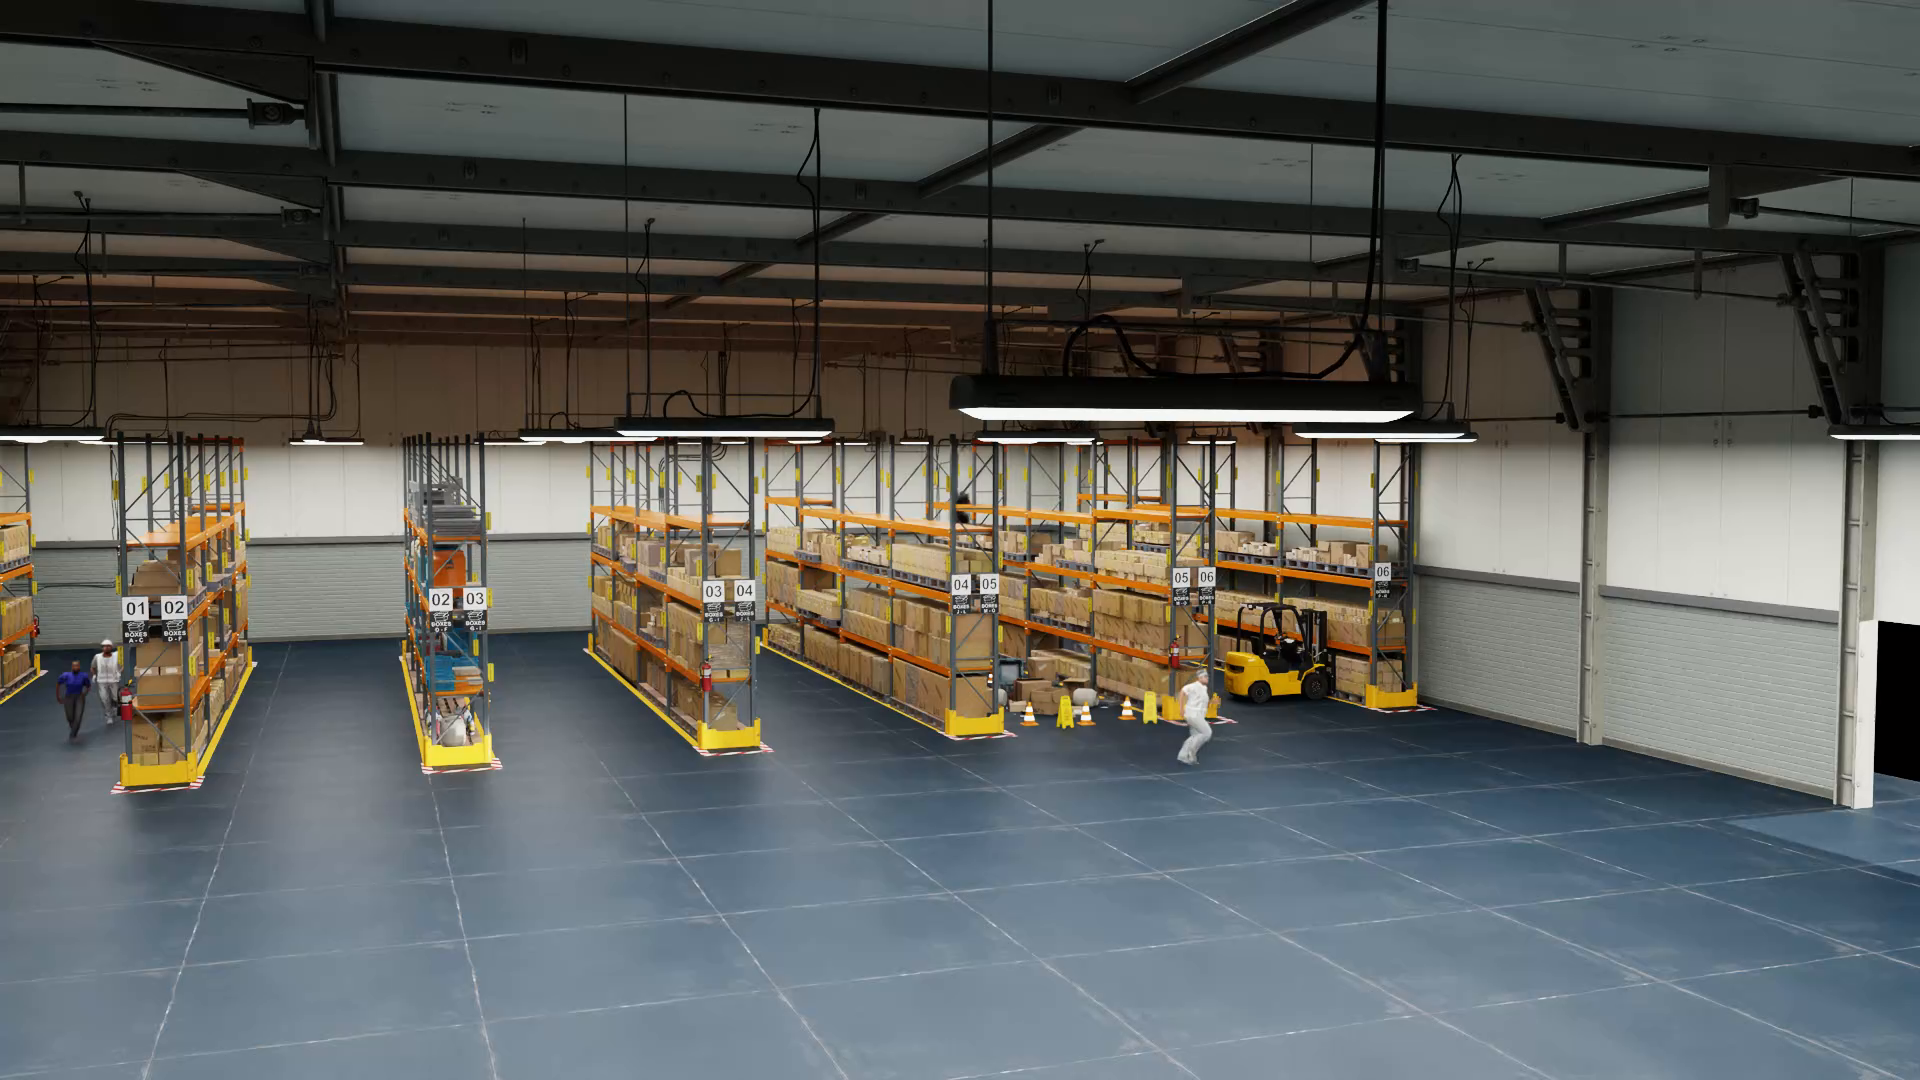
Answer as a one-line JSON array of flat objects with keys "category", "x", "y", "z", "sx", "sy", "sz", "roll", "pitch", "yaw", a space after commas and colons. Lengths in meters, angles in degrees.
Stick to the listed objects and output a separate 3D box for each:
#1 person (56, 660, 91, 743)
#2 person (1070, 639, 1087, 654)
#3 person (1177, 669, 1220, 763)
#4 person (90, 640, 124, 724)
[{"category": "person", "x": -17.296, "y": 3.183, "z": 32.464, "sx": 0.611, "sy": 1.533, "sz": 0.664, "roll": -2, "pitch": 4, "yaw": -31}, {"category": "person", "x": 3.154, "y": 2.421, "z": 44.646, "sx": 0.573, "sy": 1.647, "sz": 0.584, "roll": -1, "pitch": 3, "yaw": -21}, {"category": "person", "x": 4.299, "y": 3.175, "z": 29.985, "sx": 0.774, "sy": 1.730, "sz": 0.700, "roll": 2, "pitch": 4, "yaw": 27}, {"category": "person", "x": -17.683, "y": 2.938, "z": 34.523, "sx": 0.674, "sy": 1.740, "sz": 0.654, "roll": -1, "pitch": 3, "yaw": -22}]
